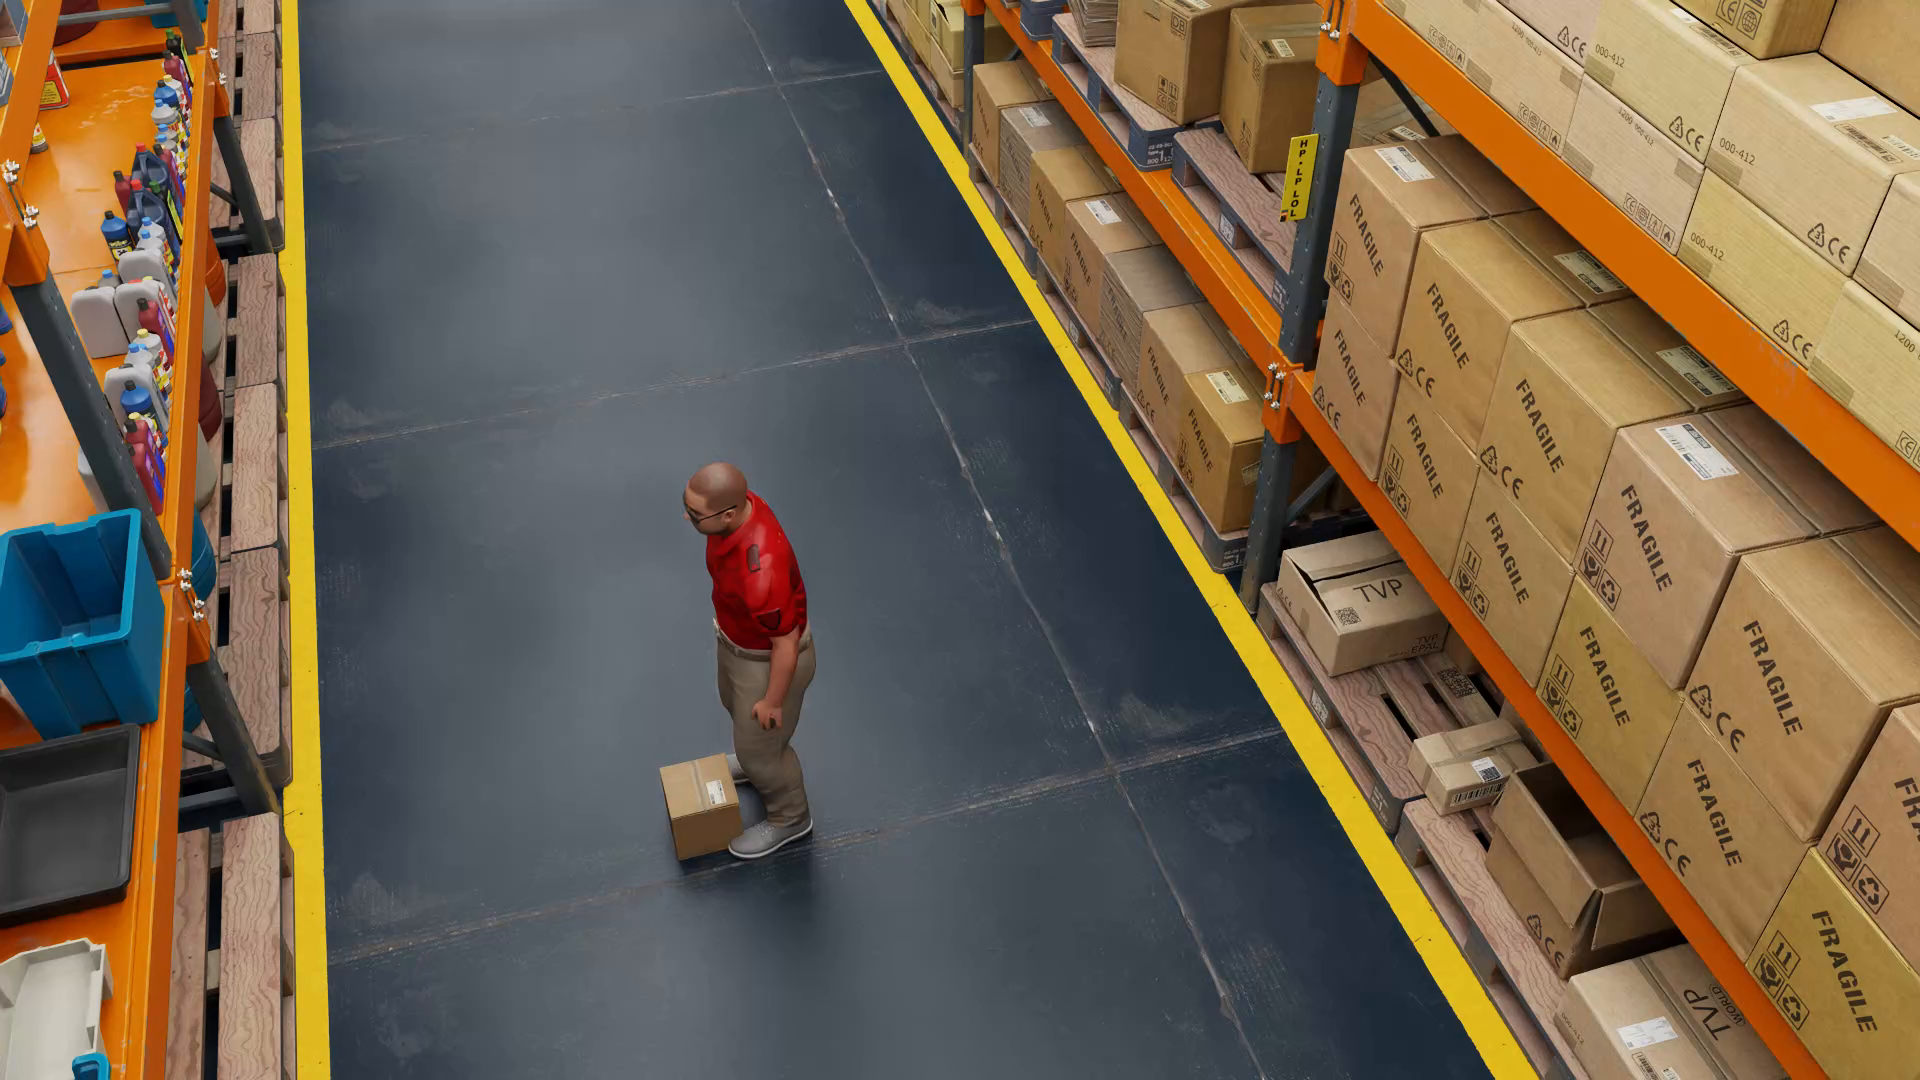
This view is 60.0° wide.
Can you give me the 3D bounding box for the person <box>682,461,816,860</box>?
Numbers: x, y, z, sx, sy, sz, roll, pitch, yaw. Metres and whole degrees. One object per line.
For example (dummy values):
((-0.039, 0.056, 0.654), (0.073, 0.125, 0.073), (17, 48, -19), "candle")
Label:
((-0.717, 0.387, 5.740), (0.401, 1.725, 0.597), (-14, 44, -15), "person")
